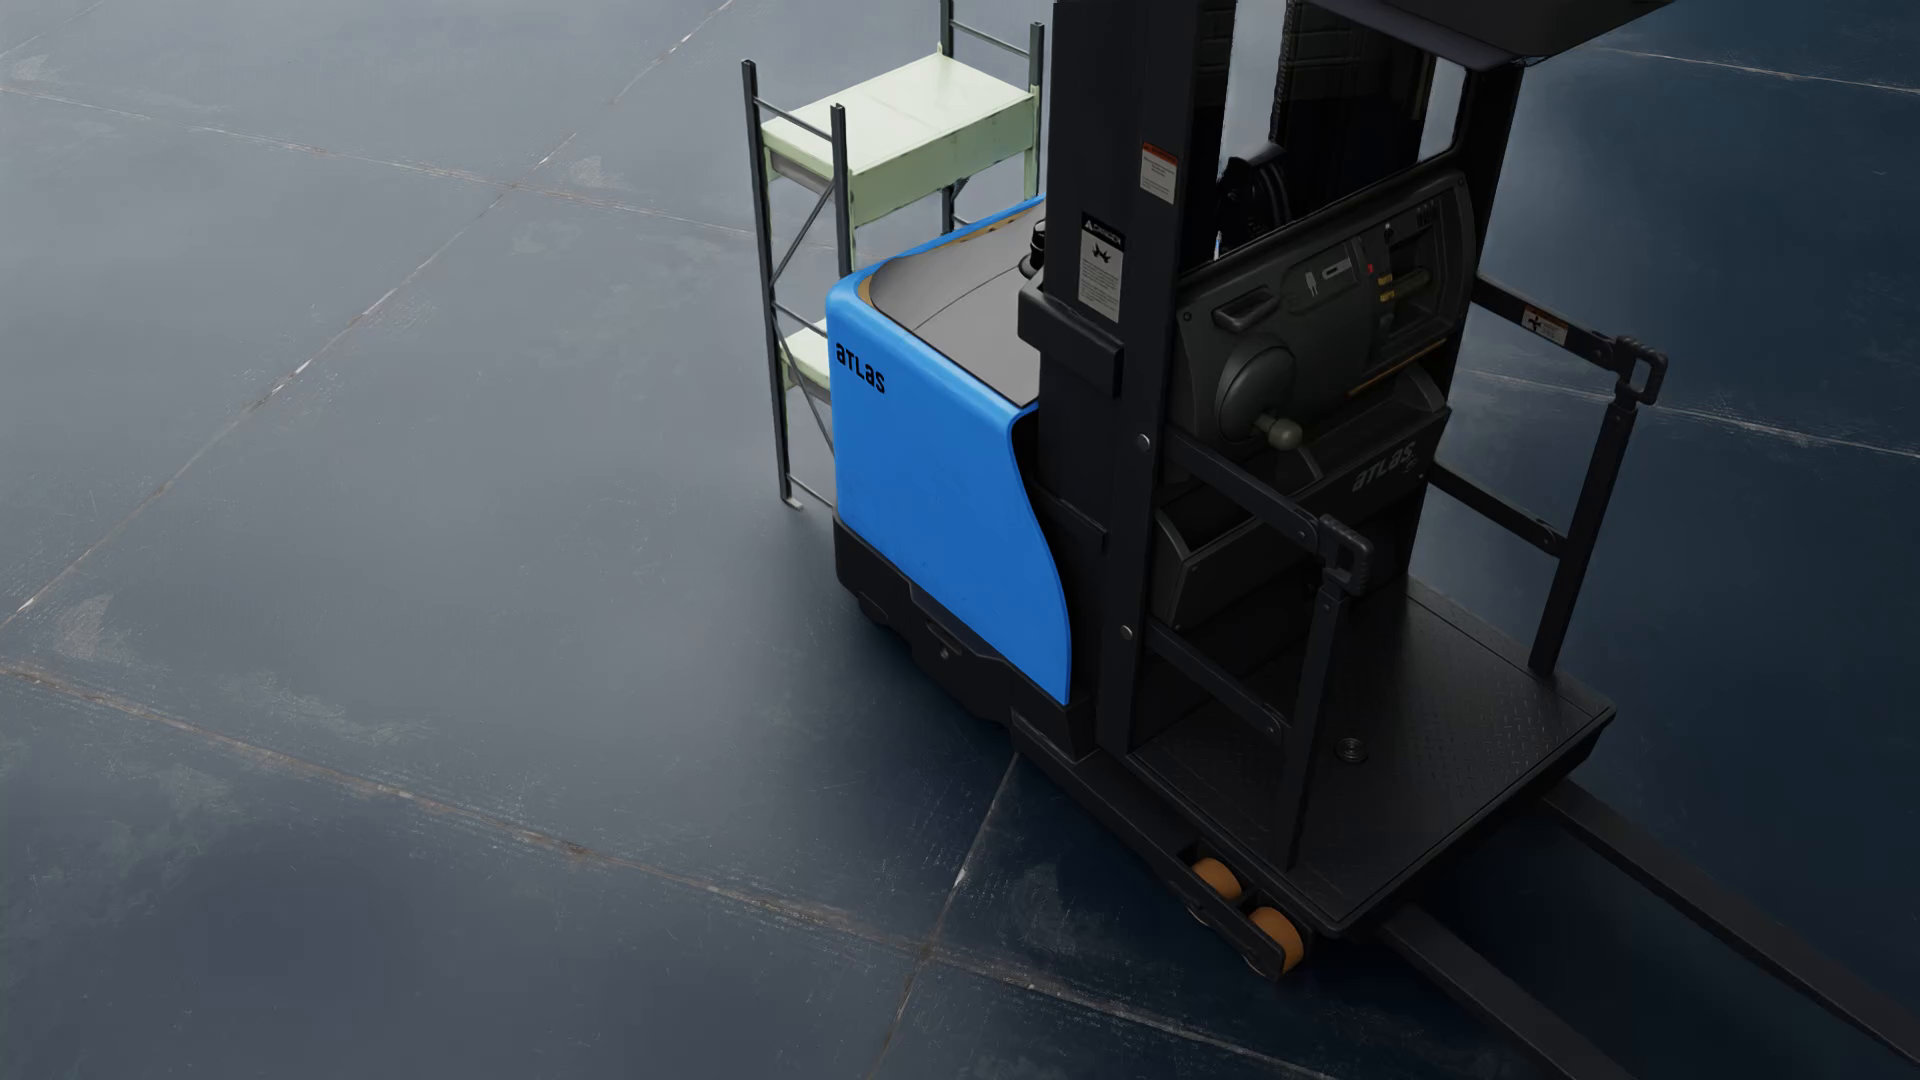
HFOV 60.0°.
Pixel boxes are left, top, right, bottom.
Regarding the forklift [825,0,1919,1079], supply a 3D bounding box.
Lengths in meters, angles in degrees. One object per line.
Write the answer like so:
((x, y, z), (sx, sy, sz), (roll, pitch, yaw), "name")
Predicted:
((0.950, -0.435, 3.501), (1.130, 2.935, 3.031), (-28, 48, -29), "forklift")

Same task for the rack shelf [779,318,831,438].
((-0.175, -0.538, 5.227), (0.720, 0.370, 0.431), (-32, 50, -32), "rack shelf")

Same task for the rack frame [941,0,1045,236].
((0.089, -0.950, 5.208), (0.023, 1.500, 0.400), (-32, 50, -32), "rack frame")

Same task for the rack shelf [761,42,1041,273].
((-0.175, -1.082, 4.762), (0.720, 0.370, 0.431), (-32, 50, -32), "rack shelf")

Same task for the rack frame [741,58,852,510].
((-0.438, -0.621, 4.822), (0.023, 1.500, 0.400), (-32, 50, -32), "rack frame")

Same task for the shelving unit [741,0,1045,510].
((-0.175, -0.786, 5.015), (0.755, 1.500, 0.431), (-32, 50, -32), "shelving unit")
